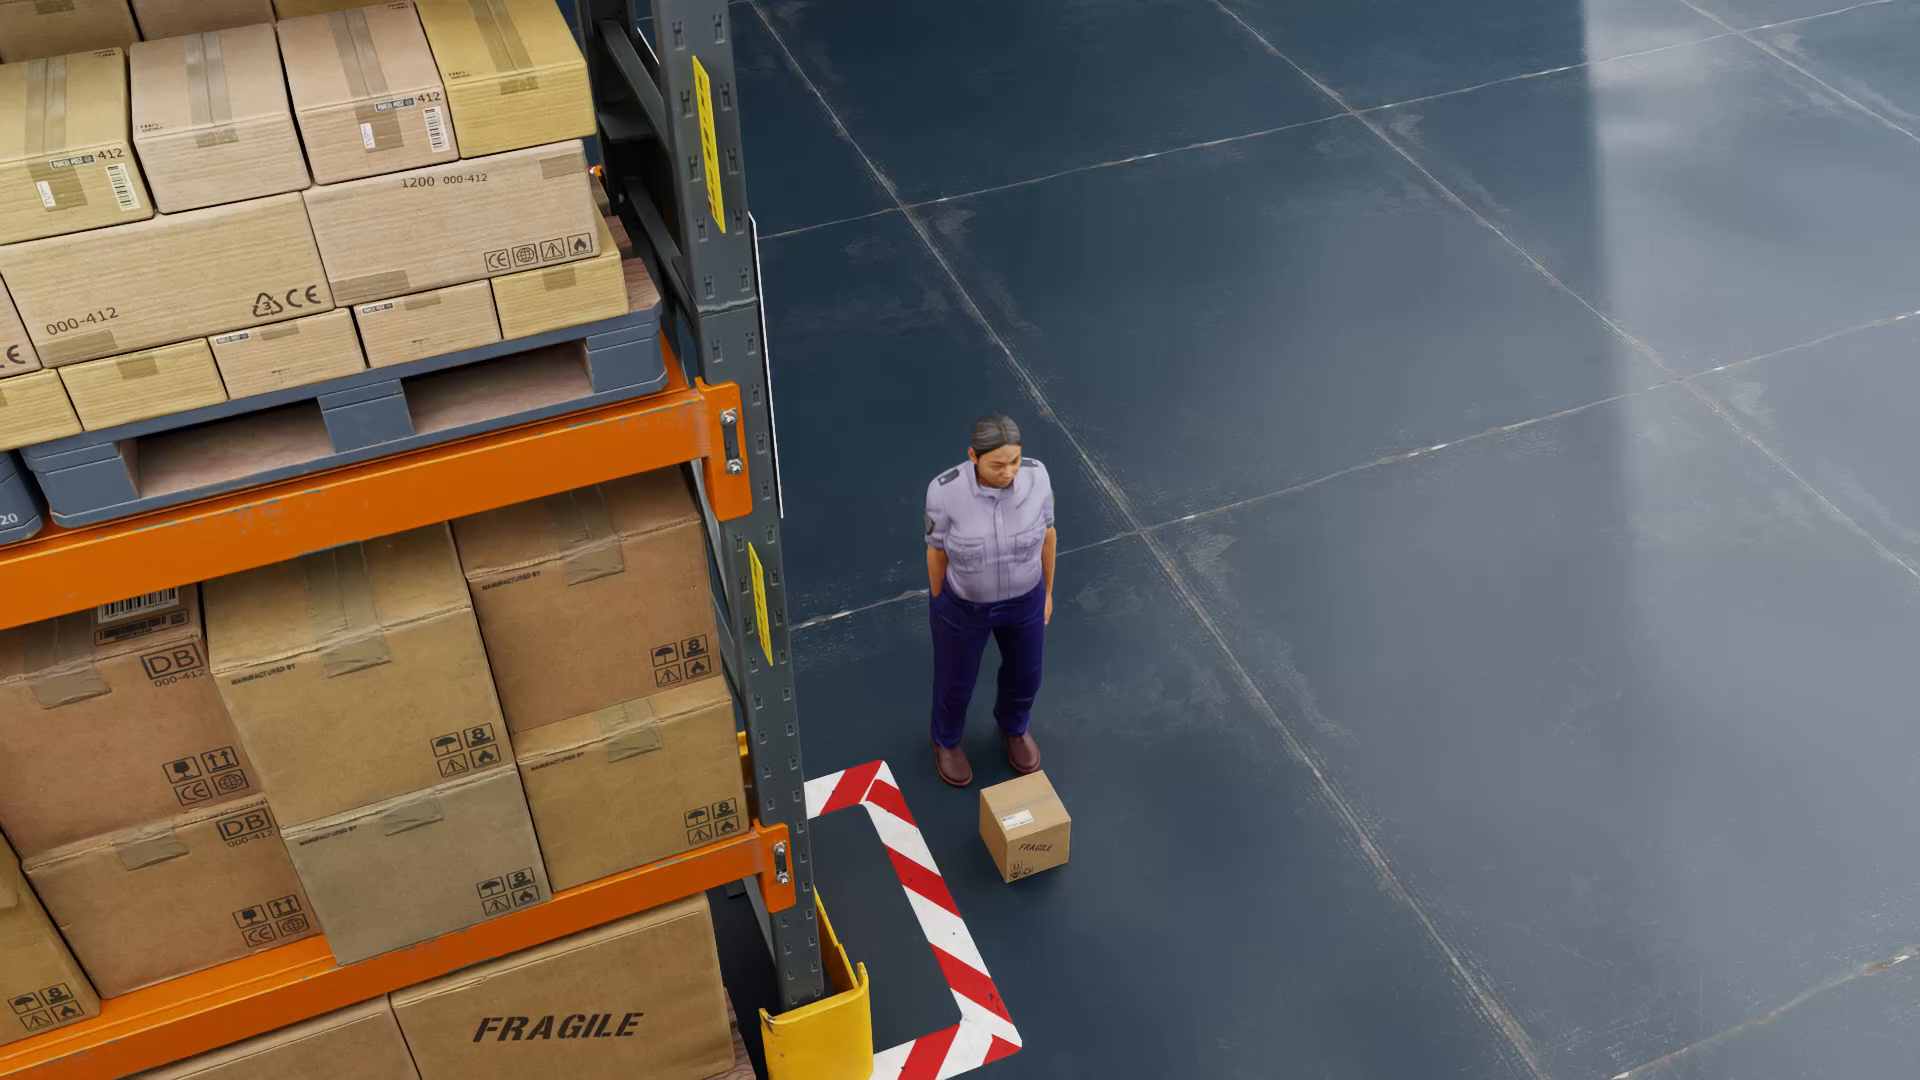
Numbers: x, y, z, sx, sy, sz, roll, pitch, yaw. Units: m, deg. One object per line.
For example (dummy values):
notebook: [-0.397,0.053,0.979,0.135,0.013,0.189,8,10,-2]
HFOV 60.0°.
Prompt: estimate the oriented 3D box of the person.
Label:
person: [0.119,0.219,5.934,0.469,1.645,0.342,-11,43,-12]
